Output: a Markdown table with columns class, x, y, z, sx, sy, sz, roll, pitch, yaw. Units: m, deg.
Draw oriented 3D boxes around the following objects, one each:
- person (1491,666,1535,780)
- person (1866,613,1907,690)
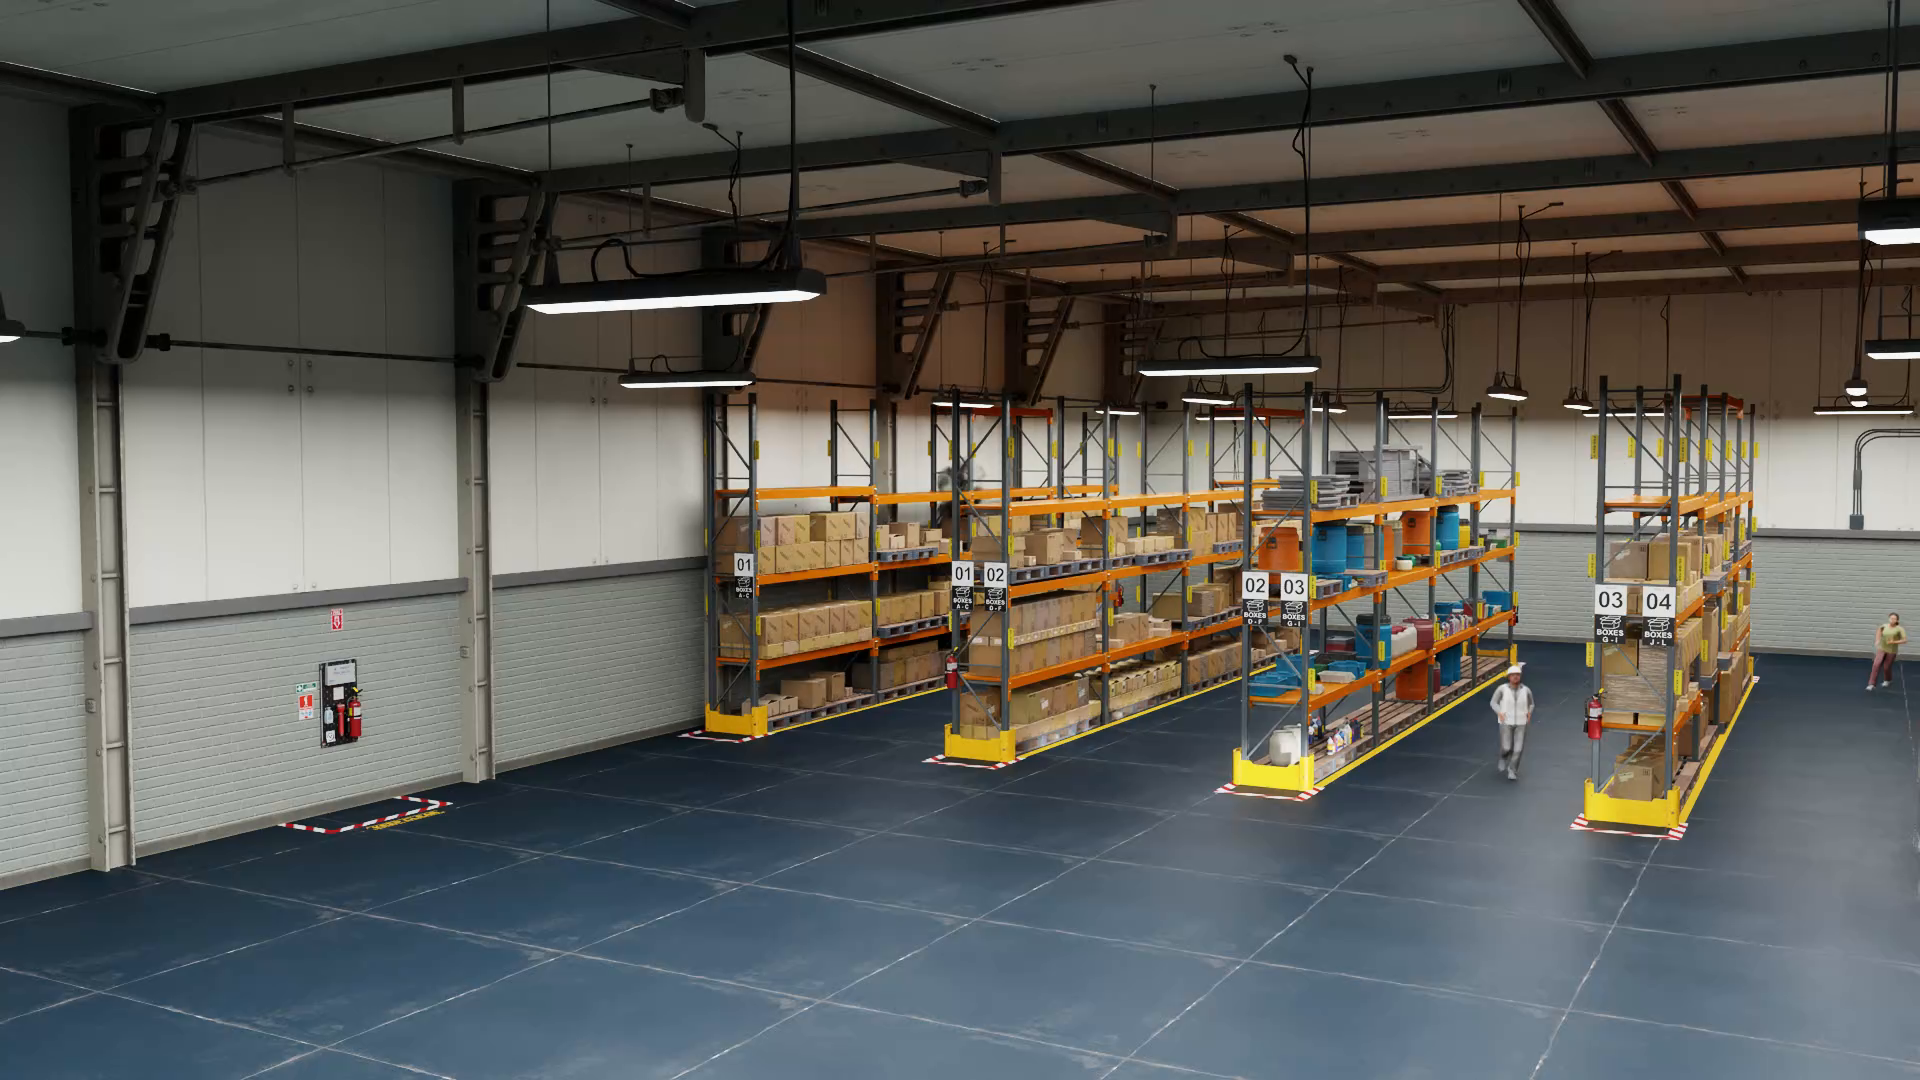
| class | x | y | z | sx | sy | sz | roll | pitch | yaw |
| --- | --- | --- | --- | --- | --- | --- | --- | --- | --- |
| person | 8.409 | 2.771 | 25.250 | 0.646 | 1.724 | 0.532 | 0 | 3 | 8 |
| person | 19.235 | 2.304 | 34.381 | 0.987 | 1.600 | 0.610 | -3 | 4 | -43 |
